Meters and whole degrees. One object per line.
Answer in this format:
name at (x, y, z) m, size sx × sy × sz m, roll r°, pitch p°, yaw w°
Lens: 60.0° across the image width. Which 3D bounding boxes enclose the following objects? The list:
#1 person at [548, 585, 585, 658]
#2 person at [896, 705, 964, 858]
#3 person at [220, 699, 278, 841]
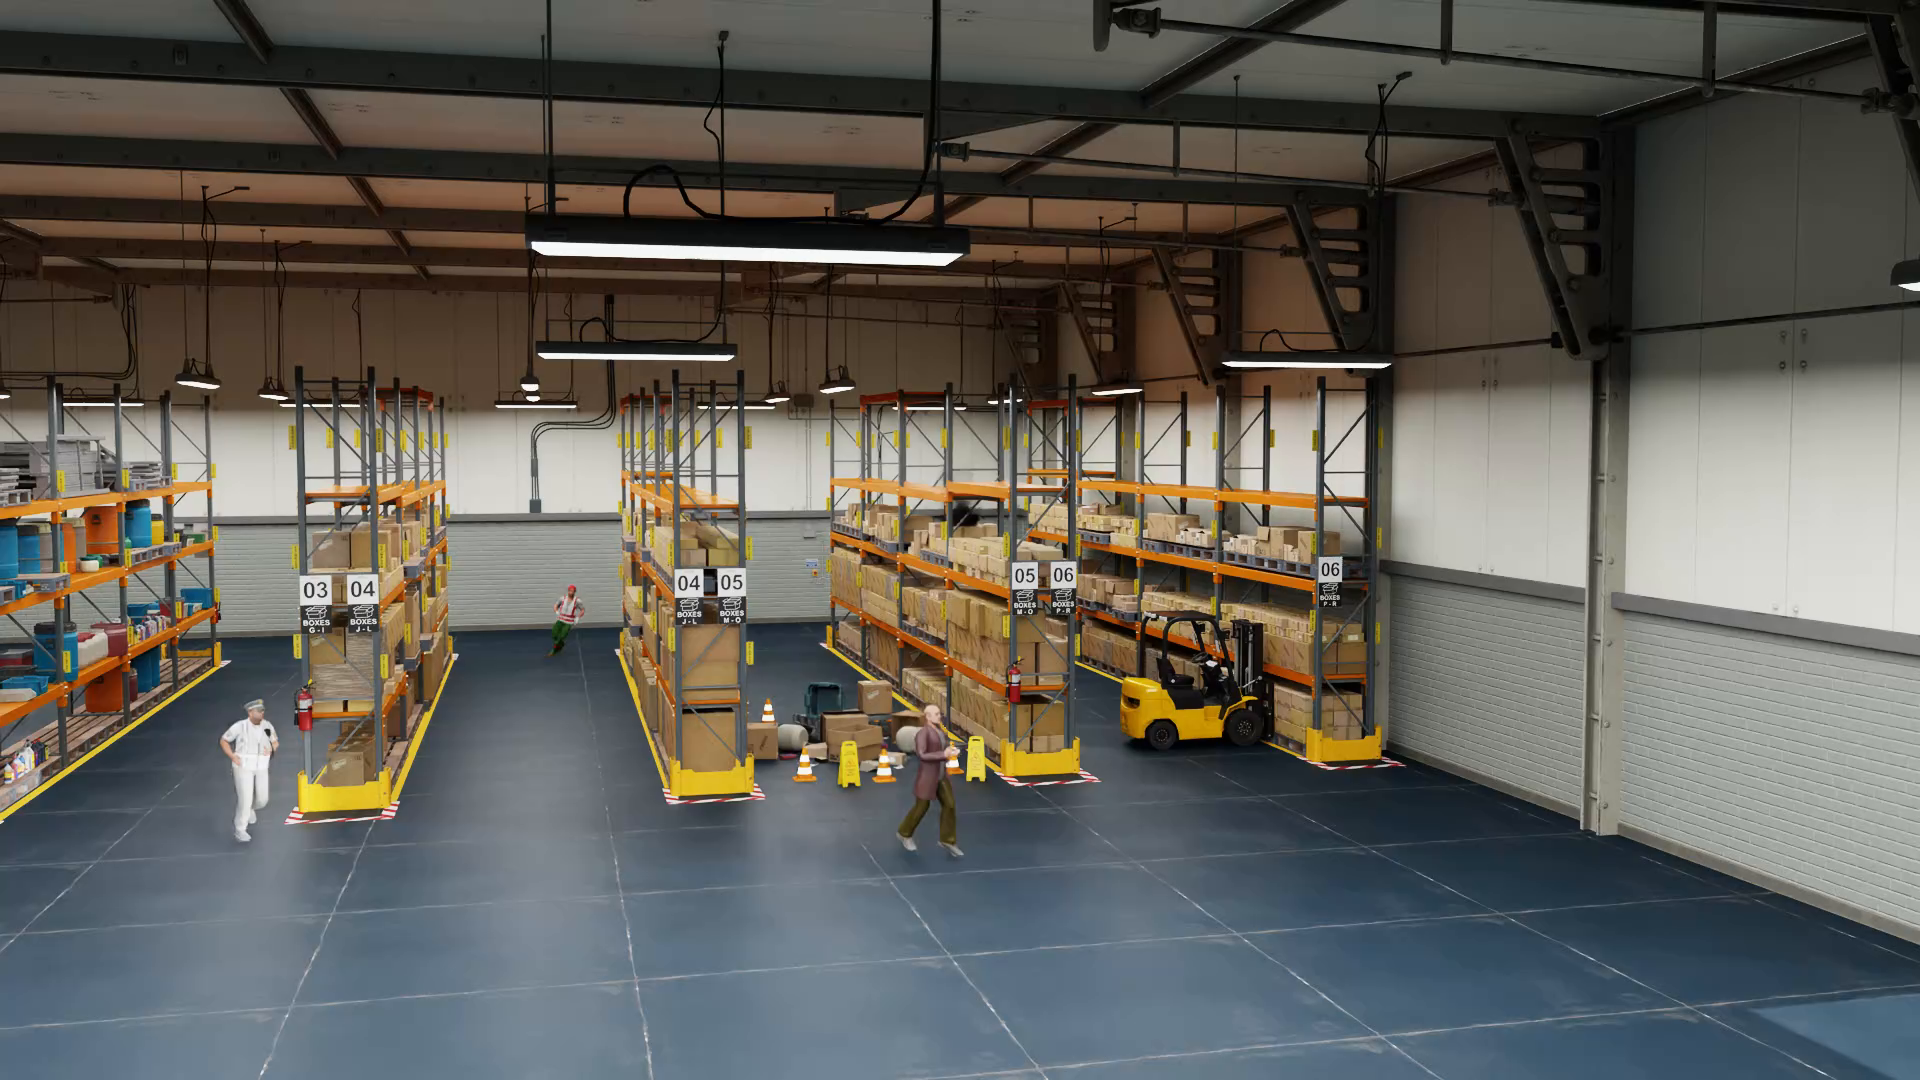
person at (-9.116, 1.882, 38.547) m, size 0.782 × 1.671 × 0.624 m, roll 0°, pitch 3°, yaw 8°
person at (-0.381, 2.904, 20.087) m, size 0.898 × 1.846 × 0.705 m, roll 2°, pitch 4°, yaw 33°
person at (-9.037, 2.898, 21.244) m, size 0.800 × 1.740 × 0.694 m, roll 3°, pitch 5°, yaw 43°
